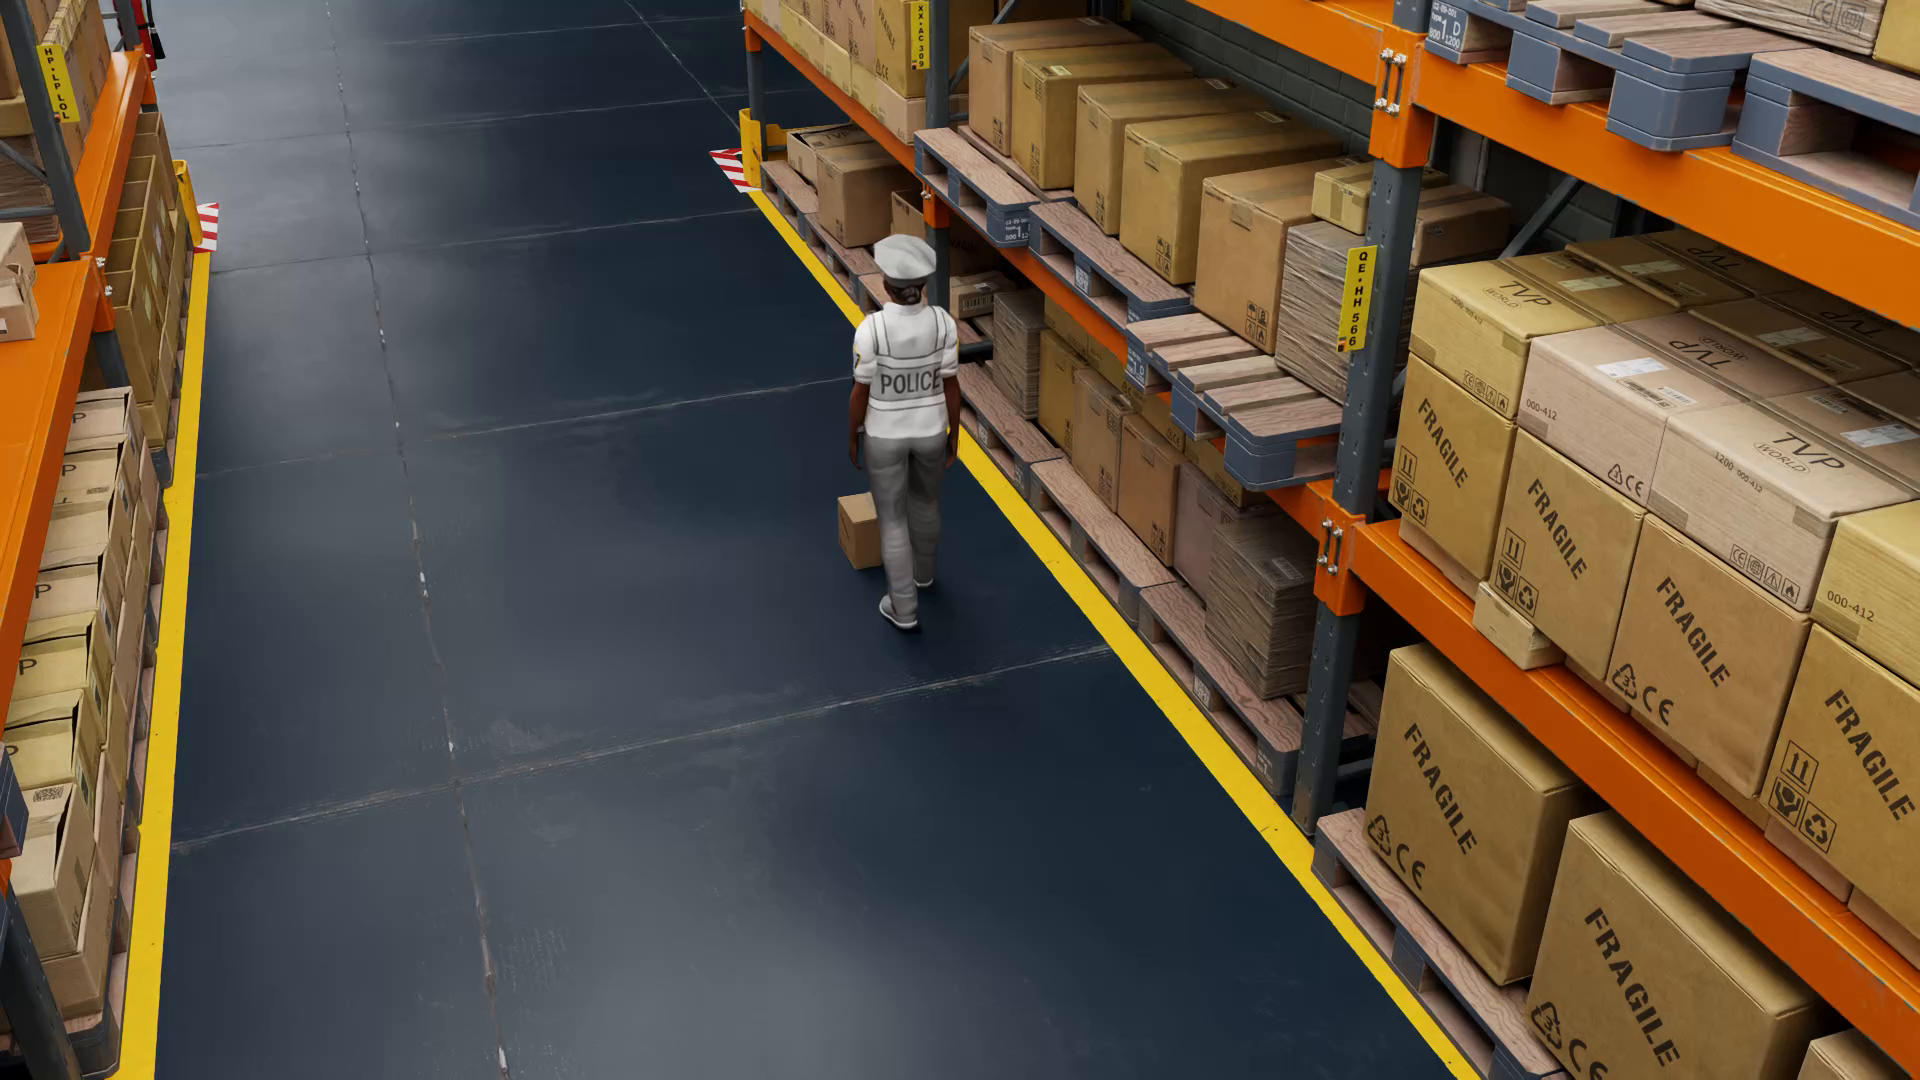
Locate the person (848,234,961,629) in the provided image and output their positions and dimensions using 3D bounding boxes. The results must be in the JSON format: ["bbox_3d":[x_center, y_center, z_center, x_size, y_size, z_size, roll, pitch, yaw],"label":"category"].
[{"bbox_3d":[-0.263,-0.475,6.938,0.455,1.683,0.611,-11,32,-18],"label":"person"}]
